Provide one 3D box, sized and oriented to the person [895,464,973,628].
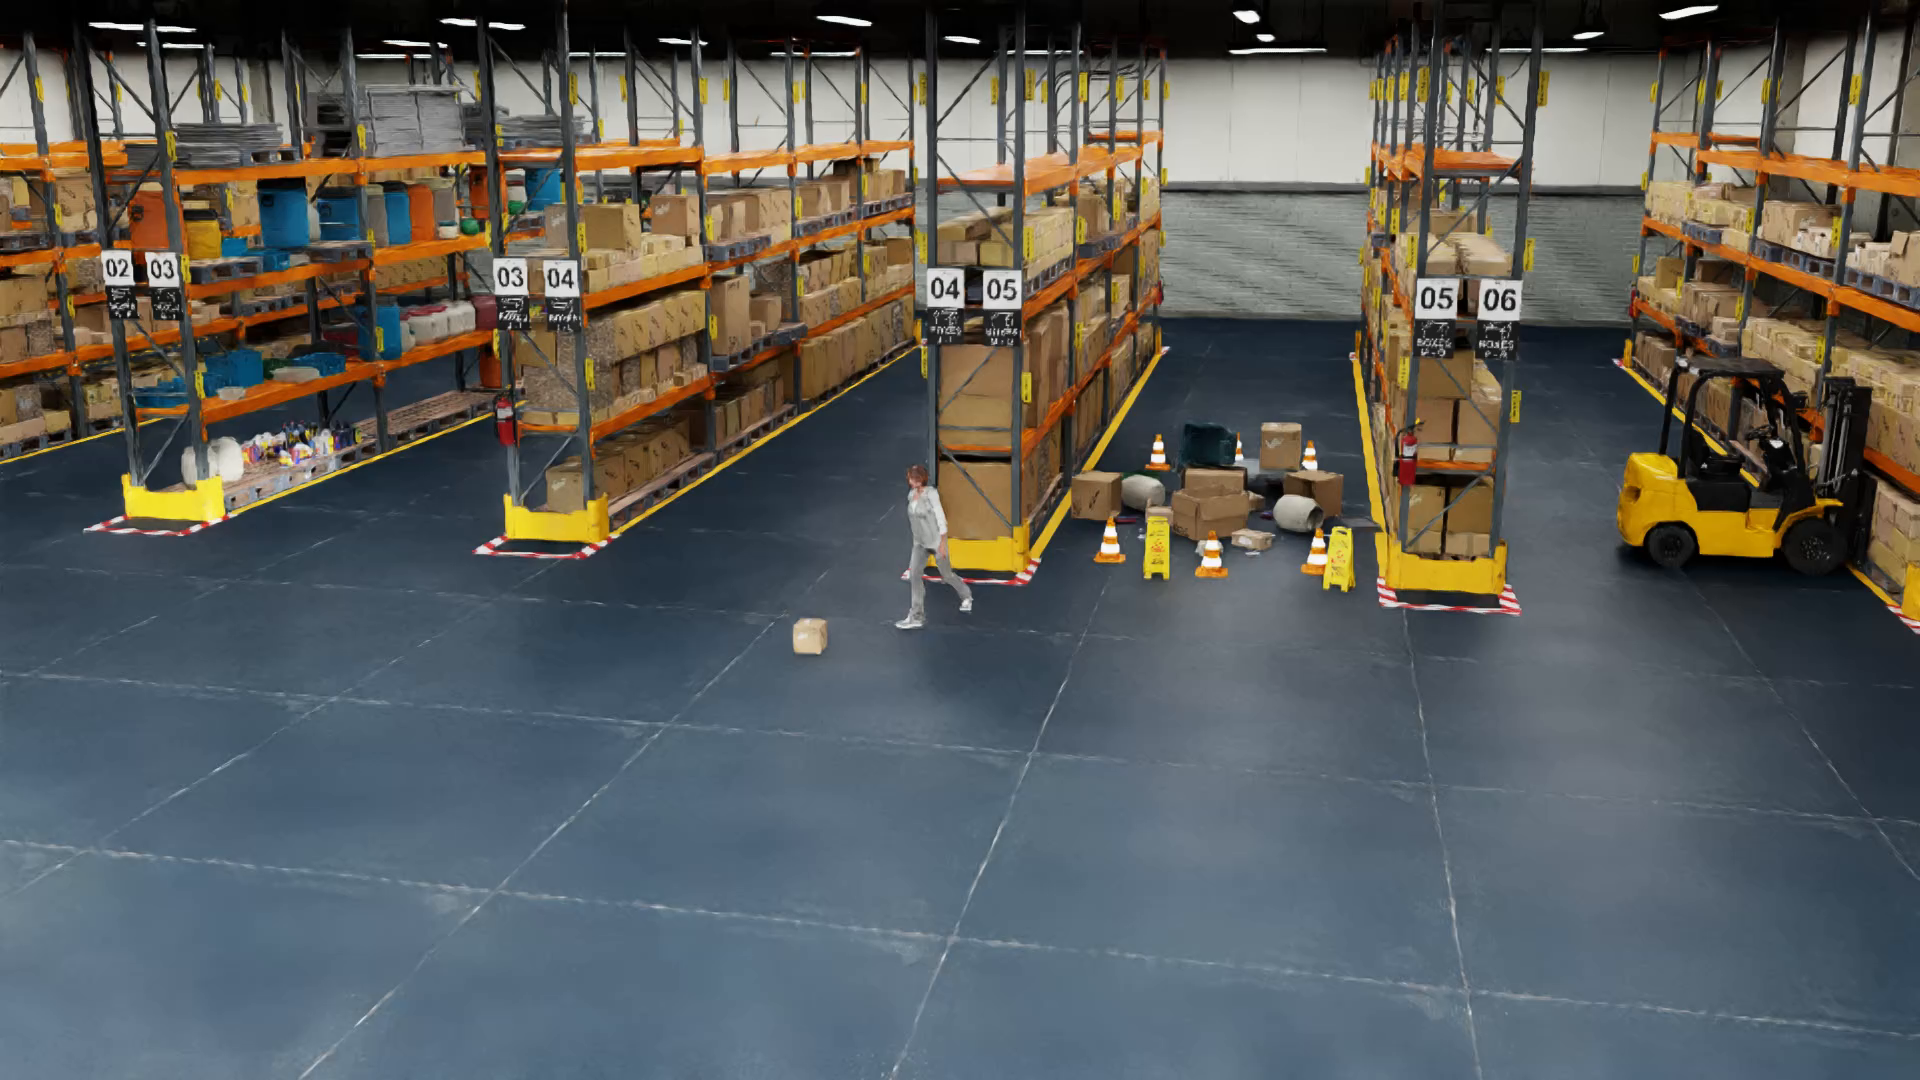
[{"bbox_3d":[-0.259,0.033,15.943,0.920,1.541,0.504,-12,19,-39],"label":"person"}]
